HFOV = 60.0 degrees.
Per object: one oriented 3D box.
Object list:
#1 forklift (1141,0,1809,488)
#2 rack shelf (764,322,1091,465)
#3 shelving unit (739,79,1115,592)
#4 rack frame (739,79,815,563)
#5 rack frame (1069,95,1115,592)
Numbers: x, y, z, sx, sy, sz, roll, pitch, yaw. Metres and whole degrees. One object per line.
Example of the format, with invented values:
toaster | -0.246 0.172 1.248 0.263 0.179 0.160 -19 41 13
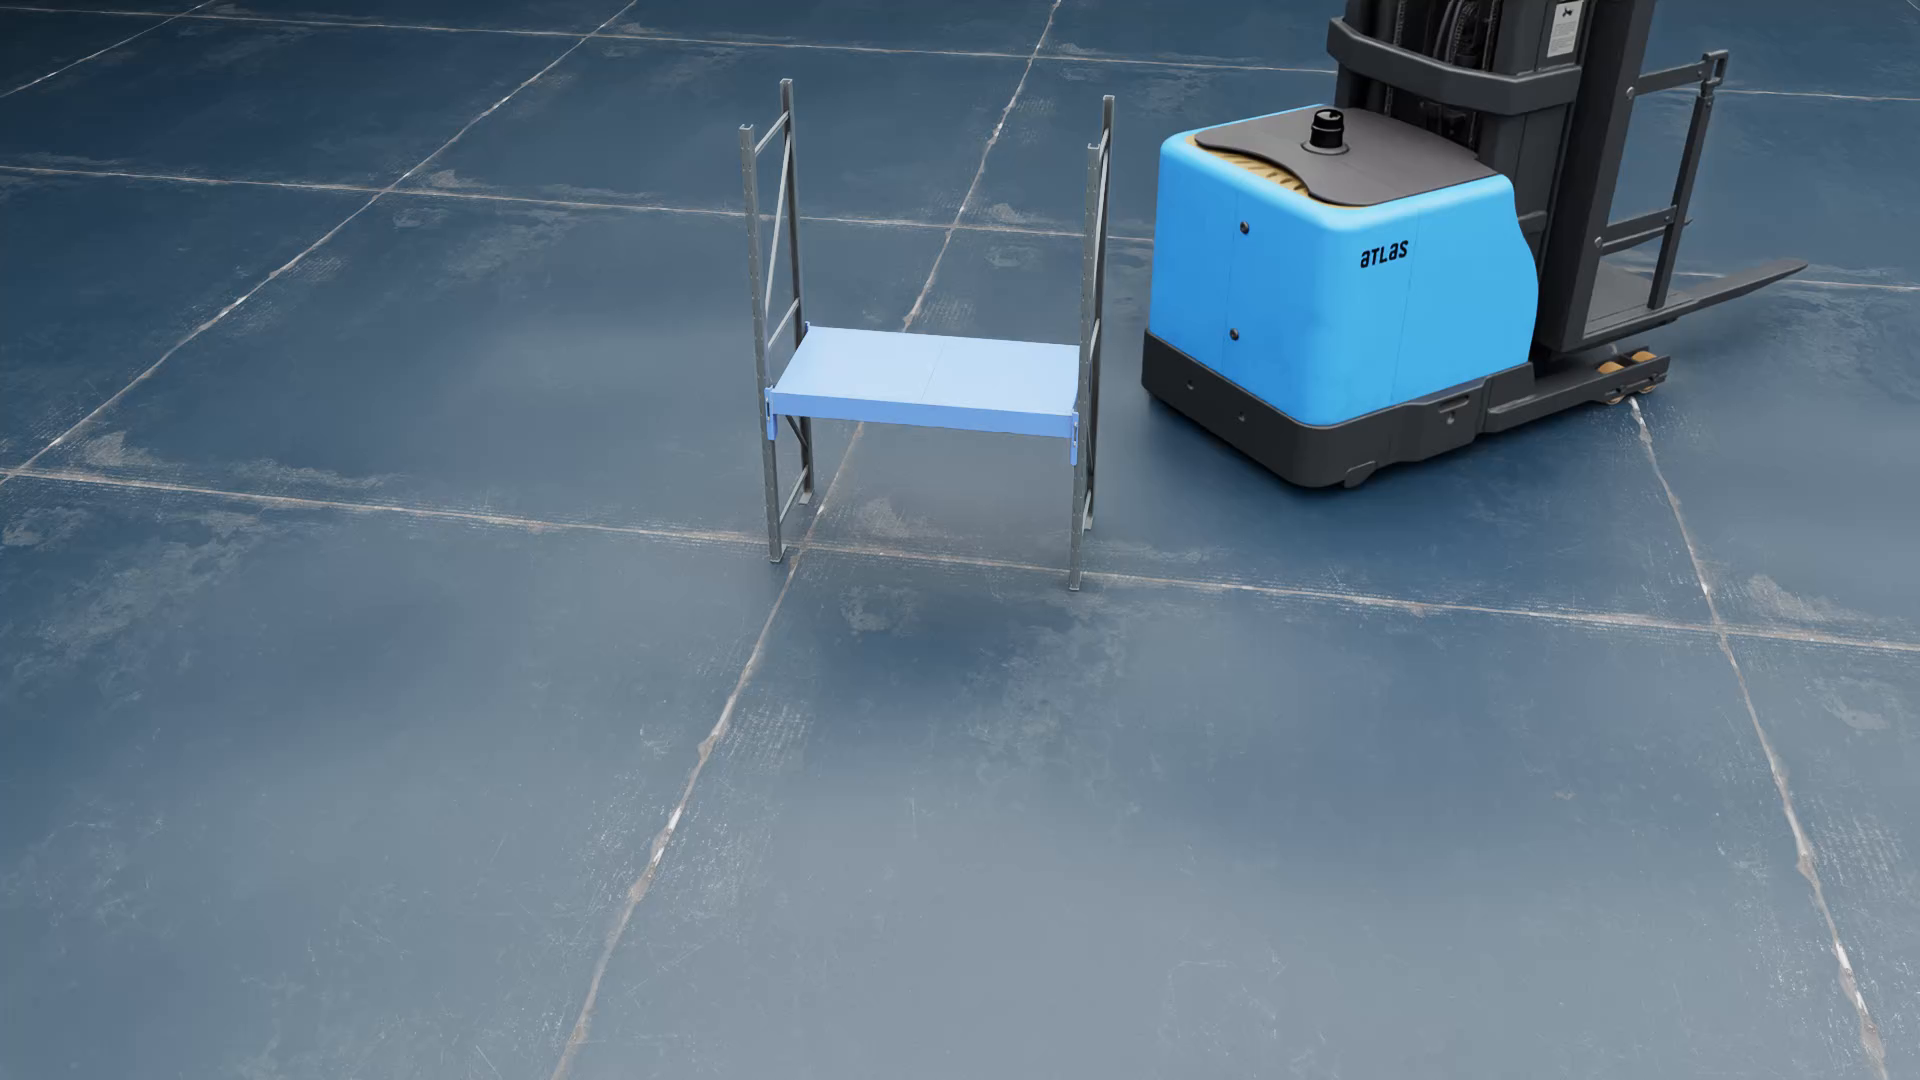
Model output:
forklift | 2.248 -2.001 6.184 3.031 2.935 1.130 -18 36 -26
rack shelf | -0.084 -0.491 5.460 1.000 0.185 0.538 5 32 8
shelving unit | -0.084 -0.643 5.364 1.048 1.500 0.538 5 32 8
rack frame | -0.585 -0.689 5.437 0.032 1.500 0.500 5 32 8
rack frame | 0.417 -0.598 5.292 0.032 1.500 0.500 5 32 8
